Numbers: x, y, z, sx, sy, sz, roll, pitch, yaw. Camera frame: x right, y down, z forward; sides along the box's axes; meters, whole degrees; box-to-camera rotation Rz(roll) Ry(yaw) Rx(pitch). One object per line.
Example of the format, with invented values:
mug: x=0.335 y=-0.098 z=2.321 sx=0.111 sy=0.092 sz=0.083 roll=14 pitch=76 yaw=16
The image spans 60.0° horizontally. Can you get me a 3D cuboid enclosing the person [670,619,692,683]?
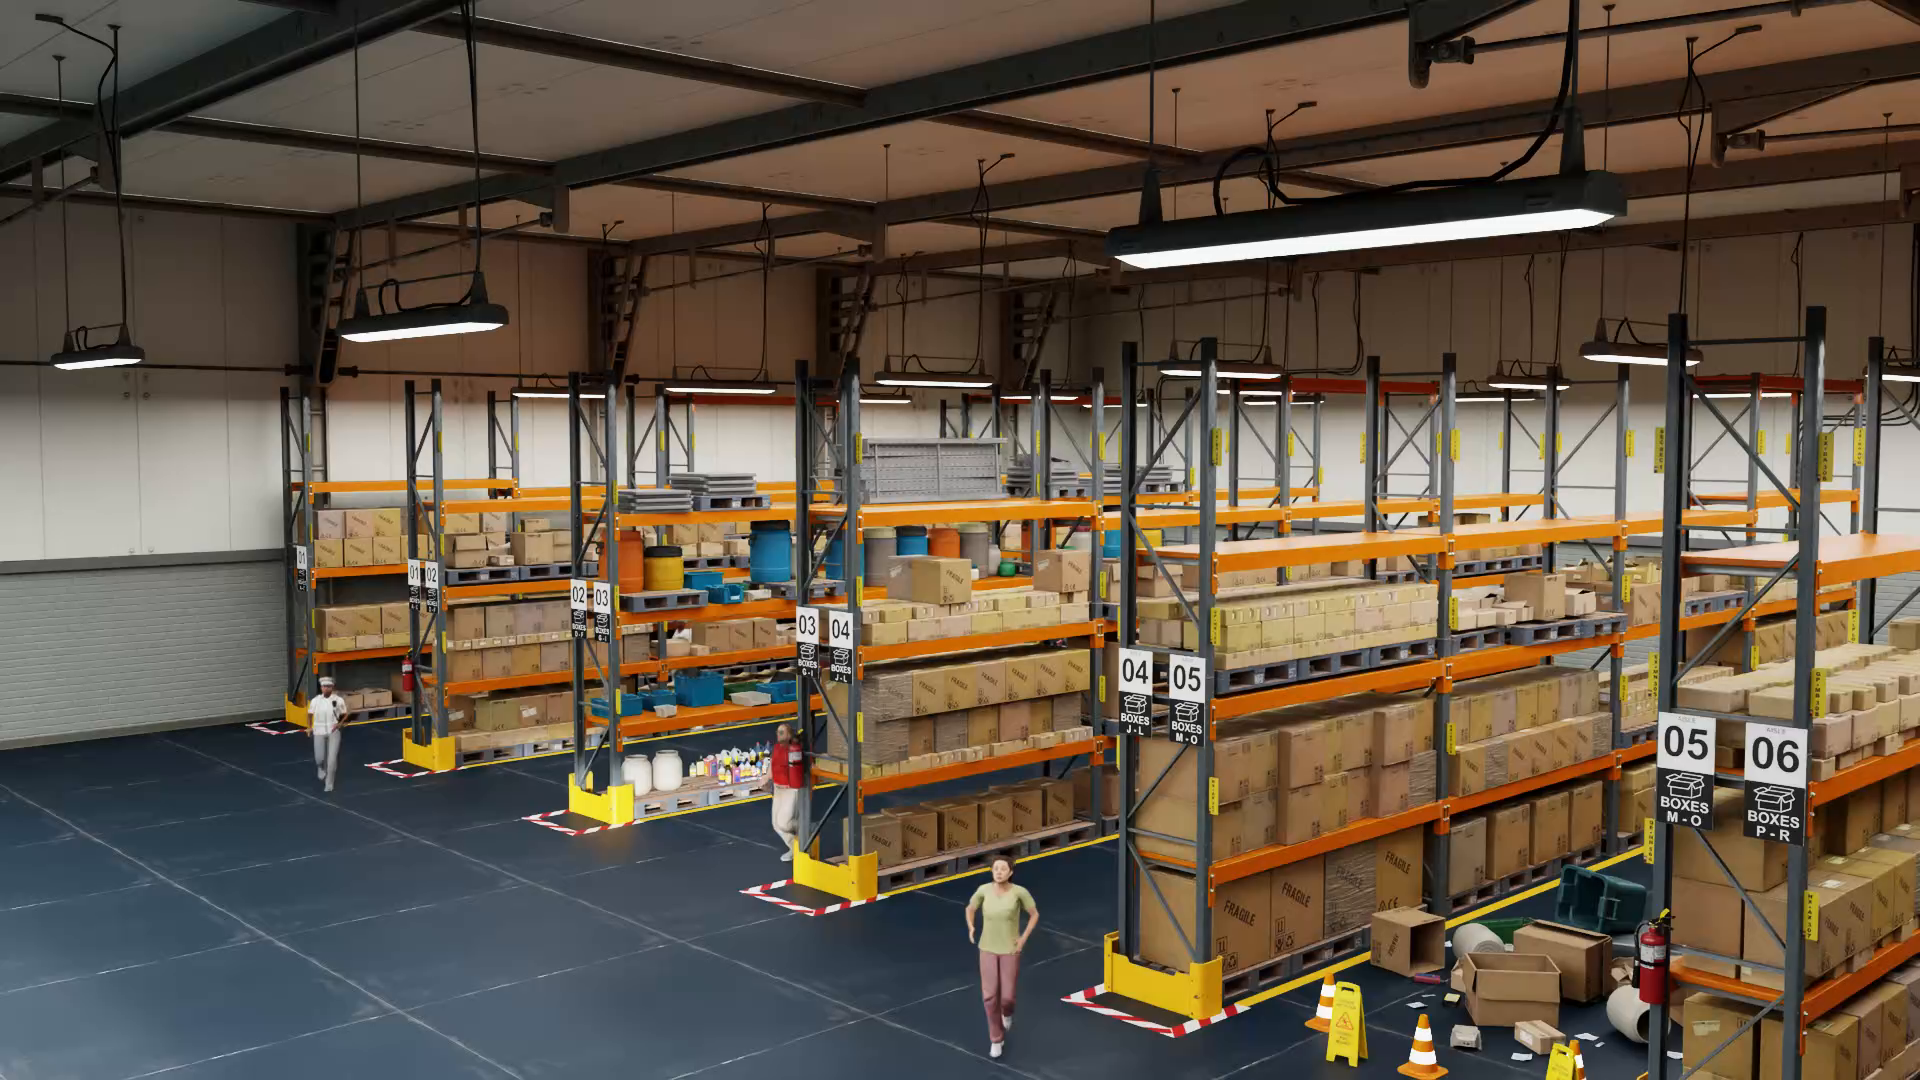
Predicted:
person: x=-5.218 y=2.286 z=31.540 sx=0.872 sy=1.762 sz=0.711 roll=-3 pitch=5 yaw=-43

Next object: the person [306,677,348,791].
person: x=-9.181 y=2.805 z=24.120 sx=0.577 sy=1.663 sz=0.560 roll=-1 pitch=4 yaw=-16

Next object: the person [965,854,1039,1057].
person: x=0.343 y=3.467 z=14.044 sx=0.623 sy=1.648 sz=0.596 roll=1 pitch=4 yaw=14

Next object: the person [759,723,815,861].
person: x=-2.102 y=3.051 z=20.120 sx=0.616 sy=1.675 sz=0.674 roll=-4 pitch=5 yaw=-44
